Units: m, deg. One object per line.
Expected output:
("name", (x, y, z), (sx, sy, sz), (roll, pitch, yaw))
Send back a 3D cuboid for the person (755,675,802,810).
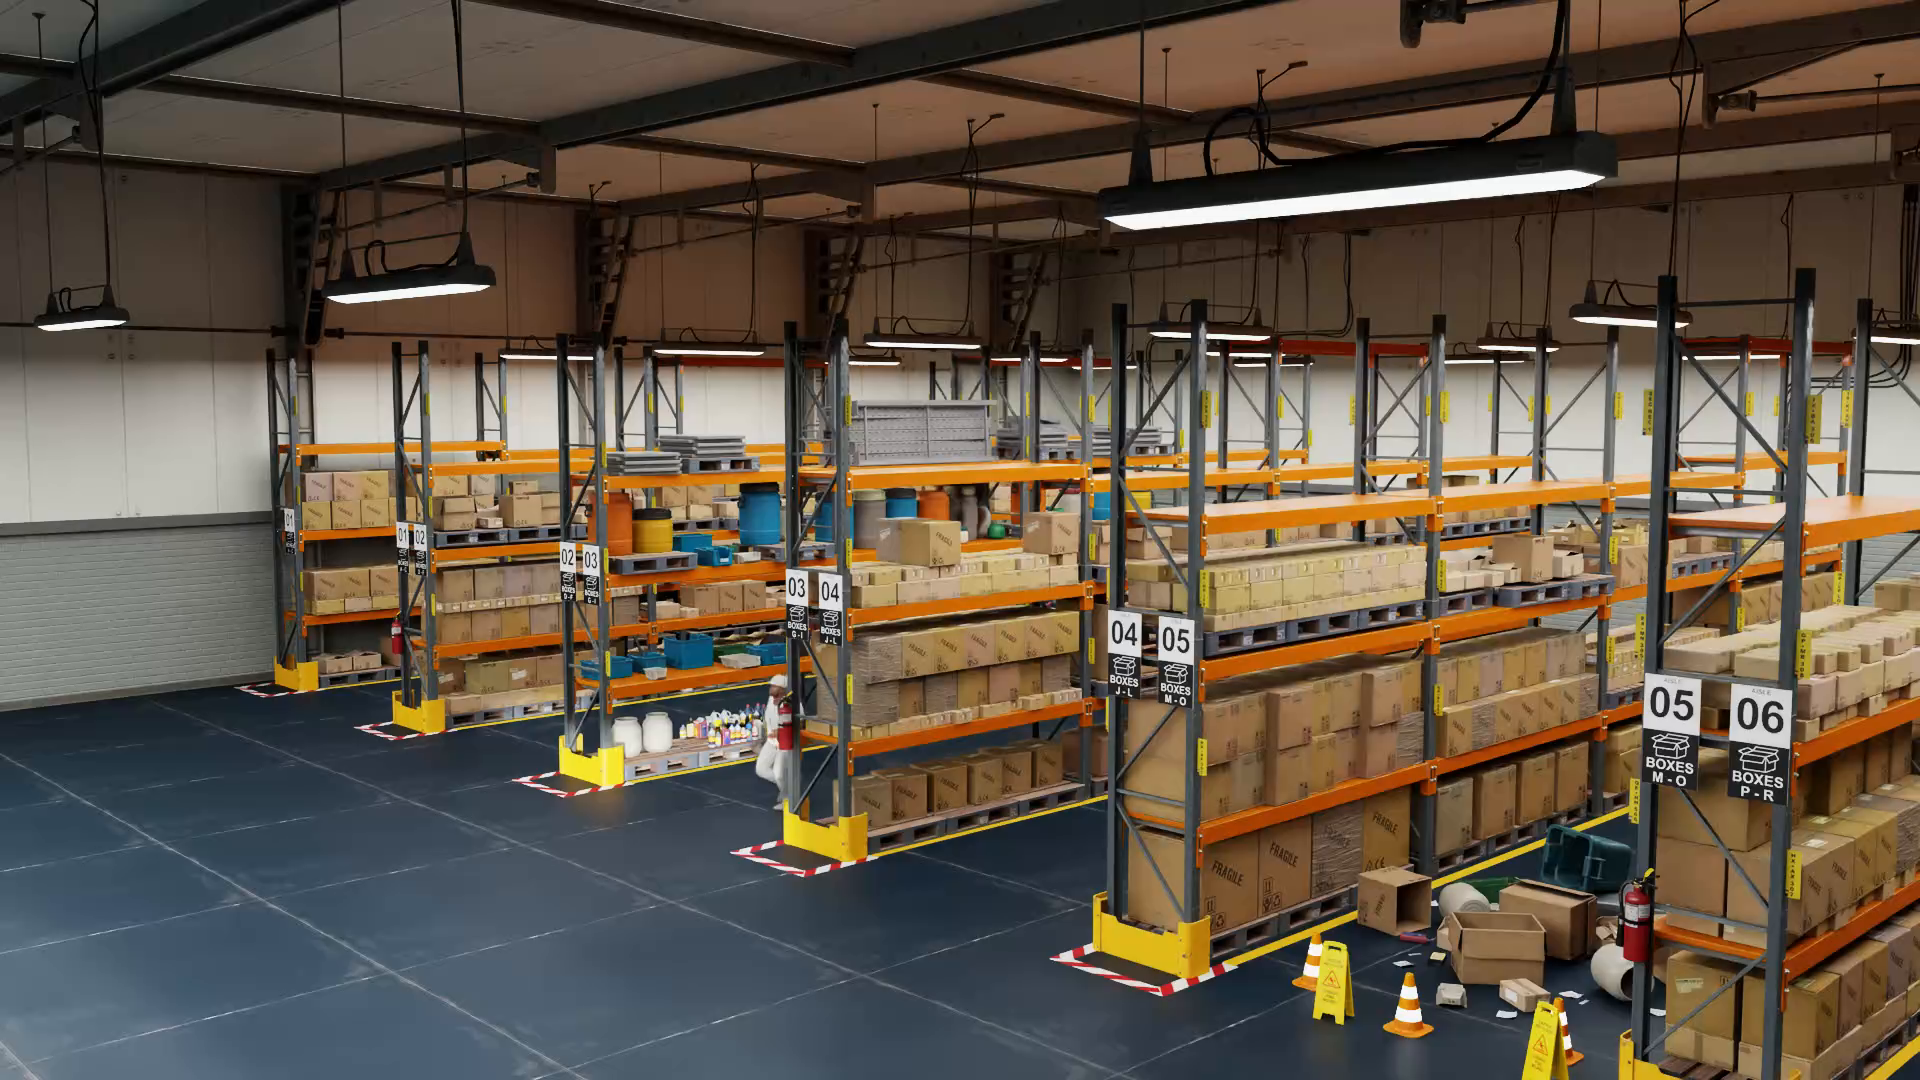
("person", (-2.256, 2.517, 20.649), (0.564, 1.717, 0.705), (-5, 7, -44))
